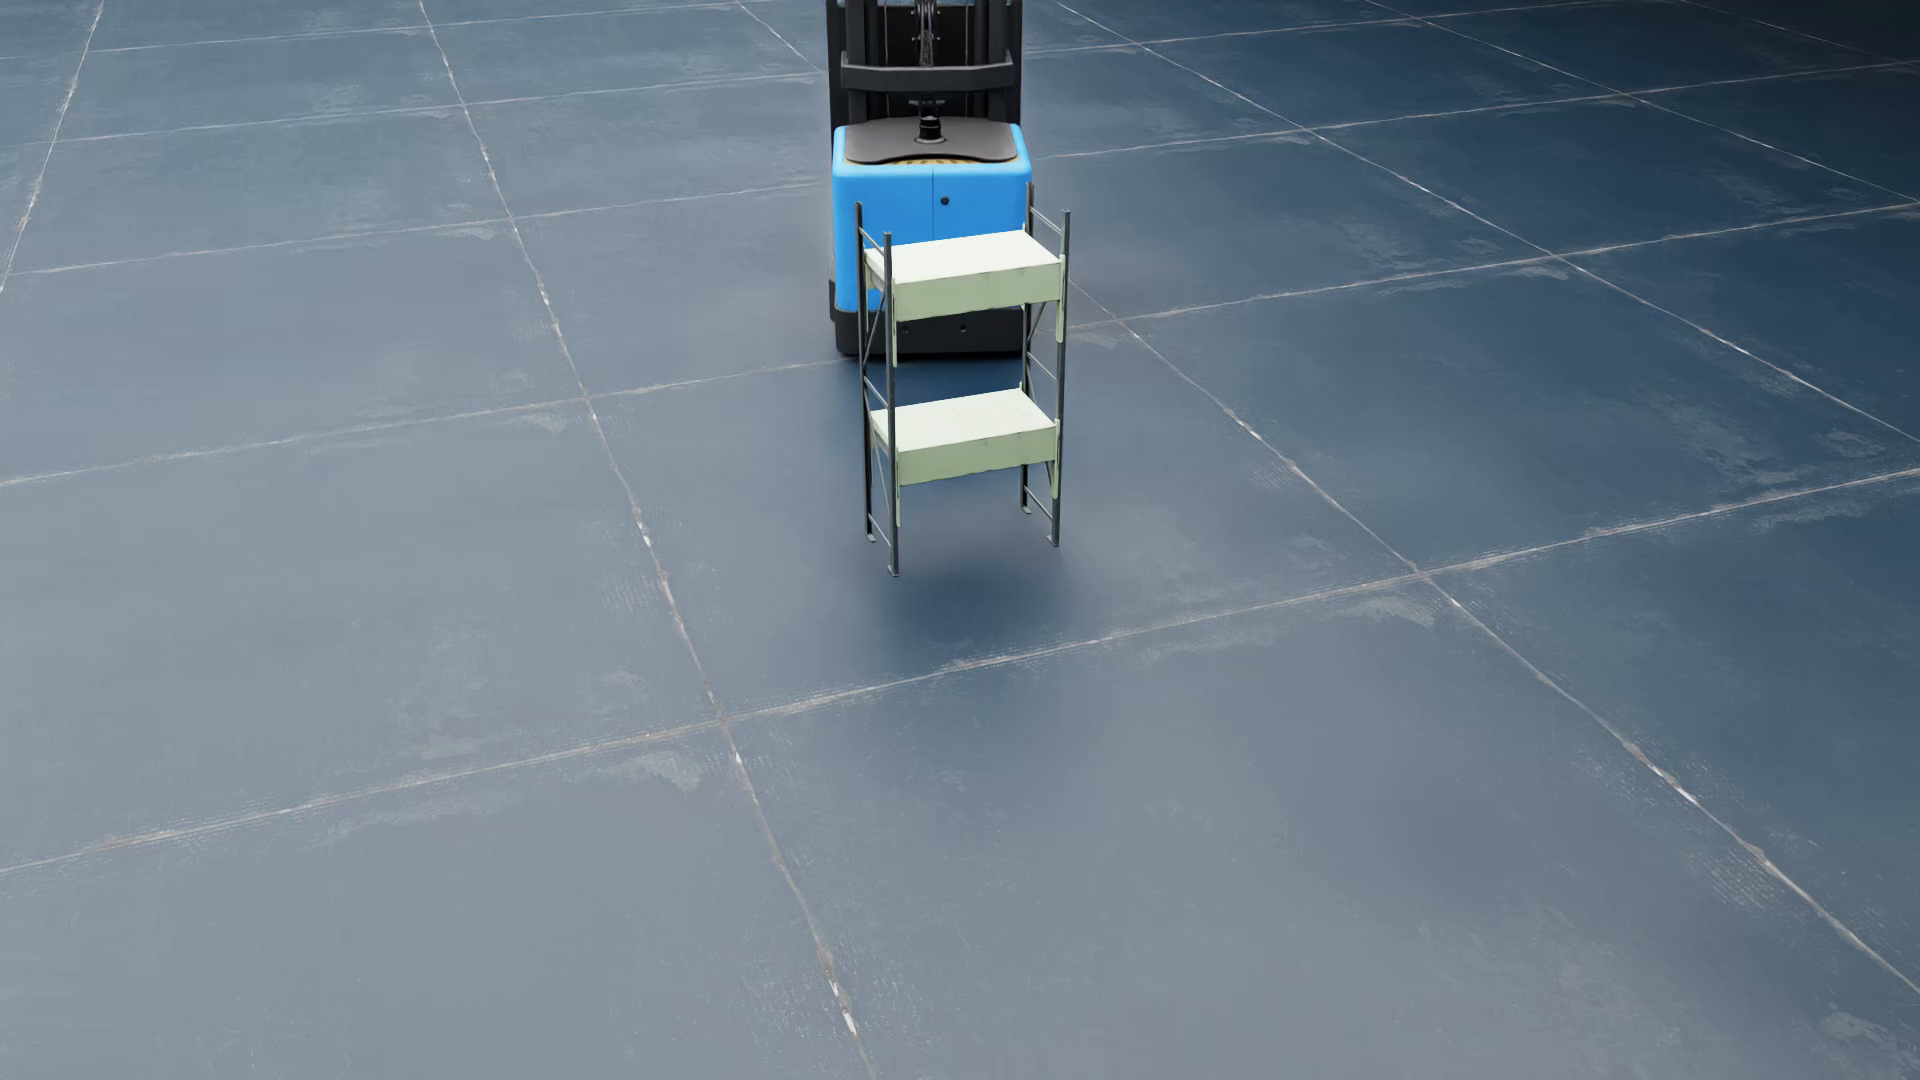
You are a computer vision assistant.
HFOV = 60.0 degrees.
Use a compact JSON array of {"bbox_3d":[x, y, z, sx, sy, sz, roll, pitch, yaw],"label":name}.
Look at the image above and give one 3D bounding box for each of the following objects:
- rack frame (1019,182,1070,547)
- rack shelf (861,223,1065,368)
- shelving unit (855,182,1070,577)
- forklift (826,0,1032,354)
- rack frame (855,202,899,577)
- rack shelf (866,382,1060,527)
[{"bbox_3d":[0.349,-0.716,6.992,0.023,1.500,0.400,-10,31,-18],"label":"rack frame"},{"bbox_3d":[0.006,-0.992,6.688,0.720,0.370,0.431,-10,31,-18],"label":"rack shelf"},{"bbox_3d":[0.006,-0.653,6.881,0.755,1.500,0.431,-10,31,-18],"label":"shelving unit"},{"bbox_3d":[-0.211,-2.956,9.478,1.130,2.935,3.031,-1,30,-2],"label":"forklift"},{"bbox_3d":[-0.337,-0.590,6.770,0.023,1.500,0.400,-10,31,-18],"label":"rack frame"},{"bbox_3d":[0.006,-0.370,7.042,0.720,0.370,0.431,-10,31,-18],"label":"rack shelf"}]
